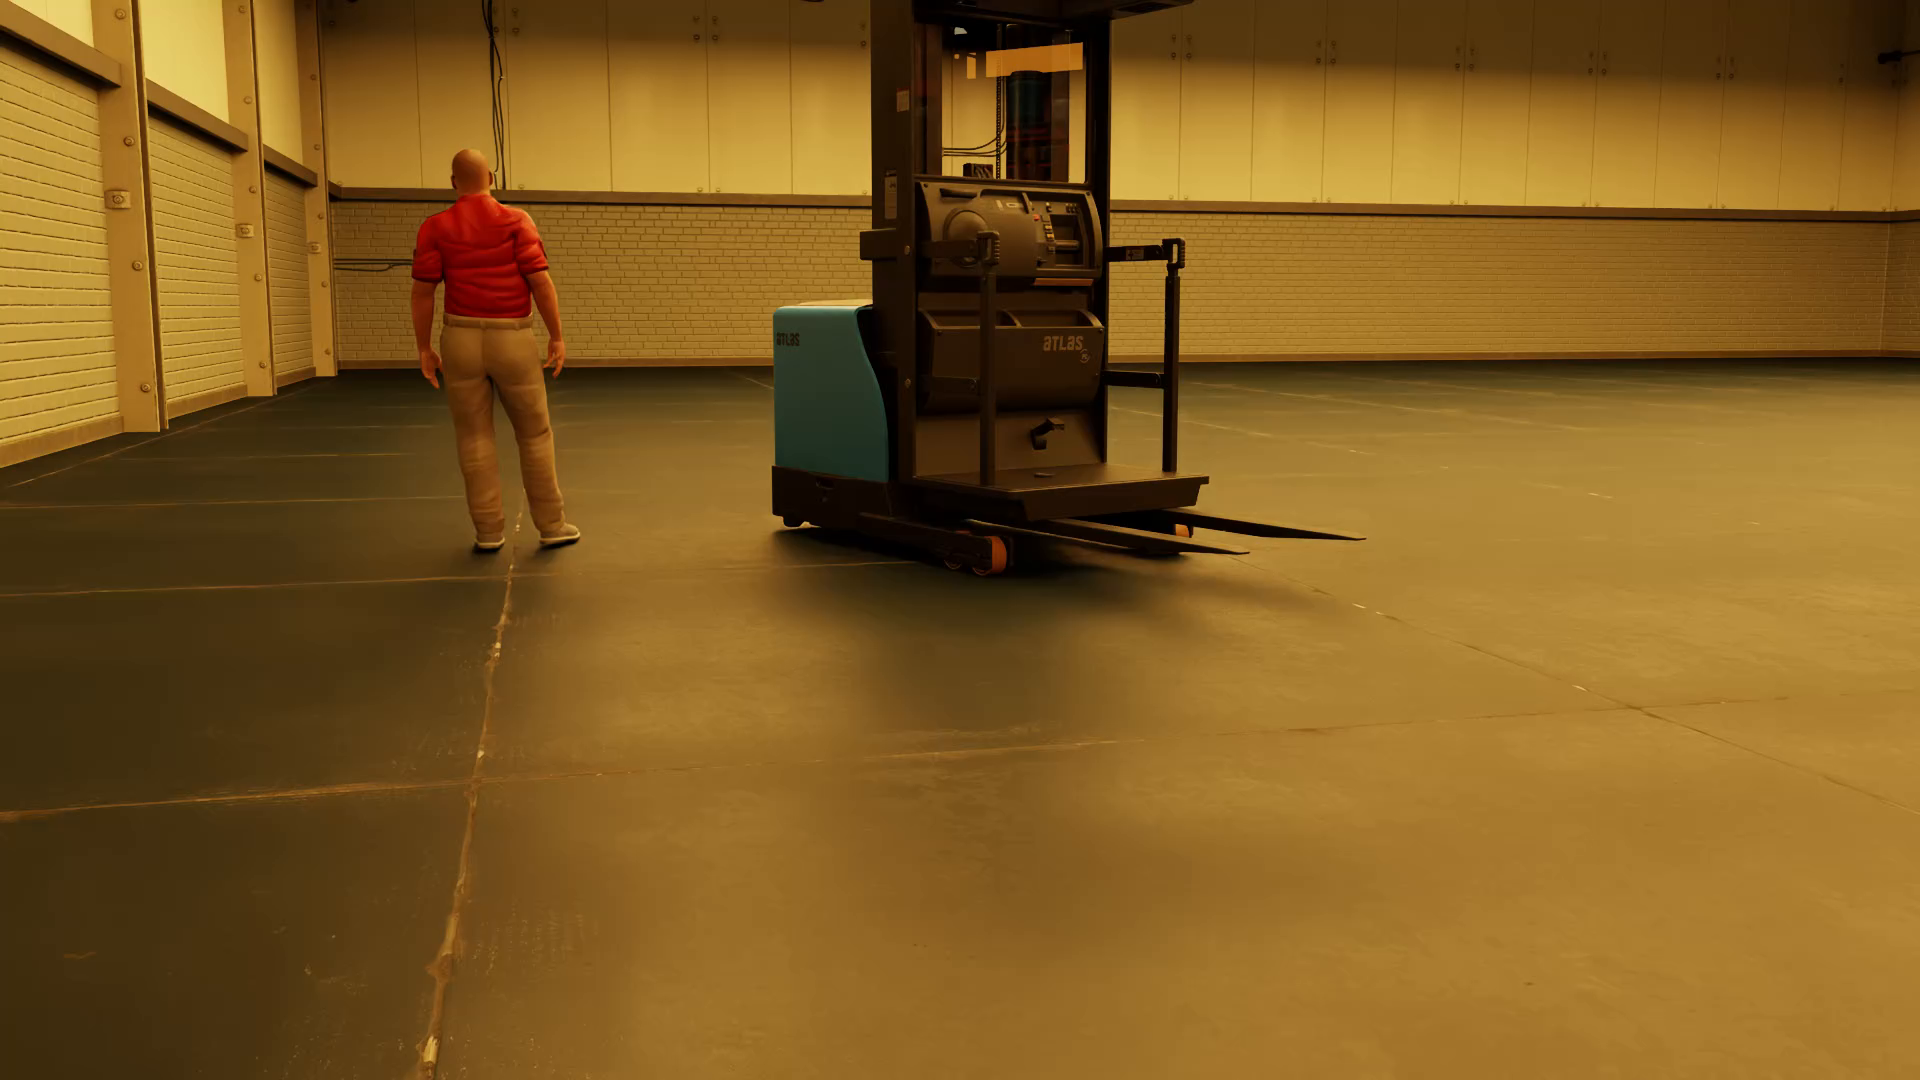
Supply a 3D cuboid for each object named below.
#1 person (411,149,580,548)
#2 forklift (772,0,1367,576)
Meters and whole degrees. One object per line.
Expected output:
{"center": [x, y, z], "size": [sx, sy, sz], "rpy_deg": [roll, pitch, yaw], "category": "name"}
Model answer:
{"center": [-2.052, -0.828, 7.336], "size": [0.642, 1.726, 0.550], "rpy_deg": [-1, 8, -6], "category": "person"}
{"center": [0.355, -1.383, 7.015], "size": [1.130, 2.935, 3.031], "rpy_deg": [-6, 10, -35], "category": "forklift"}
